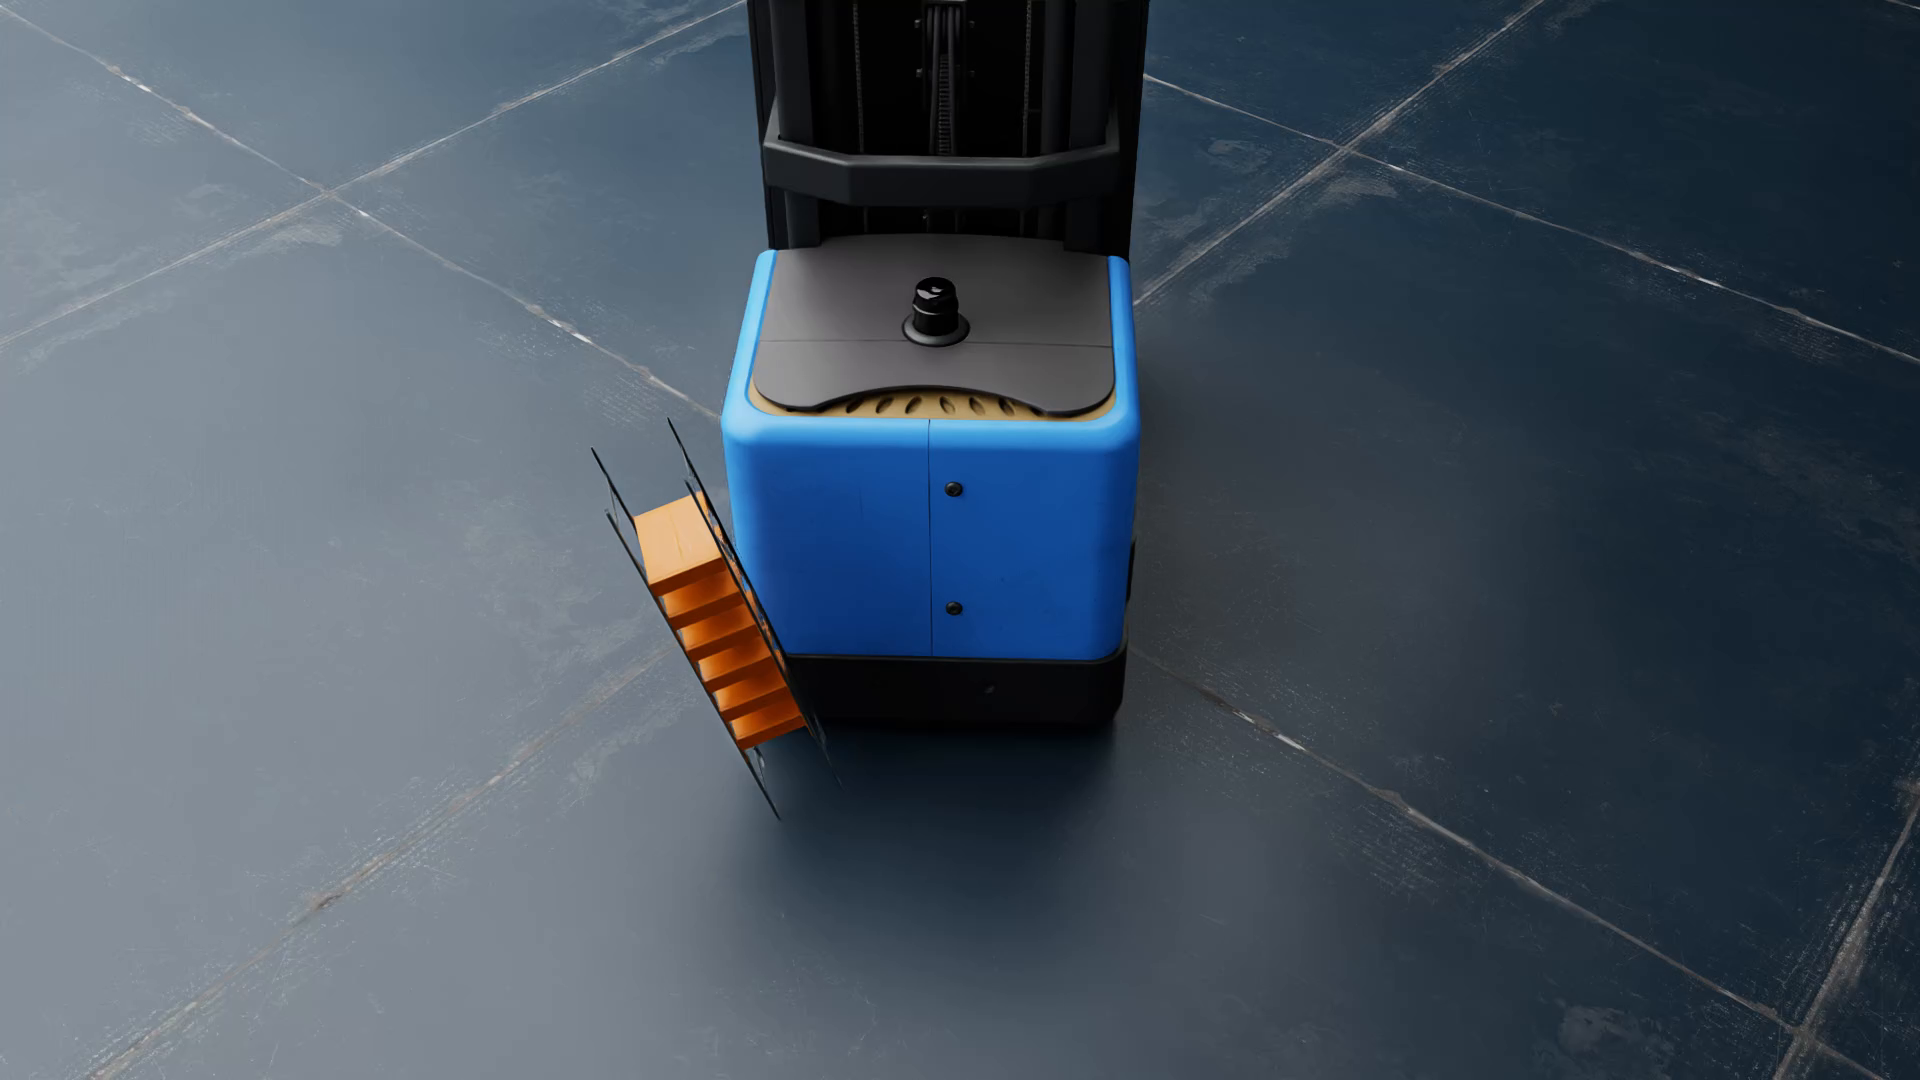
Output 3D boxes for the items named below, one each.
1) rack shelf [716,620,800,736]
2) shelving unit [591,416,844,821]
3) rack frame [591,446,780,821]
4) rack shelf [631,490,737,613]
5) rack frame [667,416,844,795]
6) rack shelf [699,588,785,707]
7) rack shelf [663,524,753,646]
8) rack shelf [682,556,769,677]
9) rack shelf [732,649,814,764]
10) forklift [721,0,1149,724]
[{"bbox_3d":[-0.532,0.344,4.208,0.180,0.103,0.258,-22,45,-3],"label":"rack shelf"},{"bbox_3d":[-0.571,0.234,4.092,0.189,1.200,0.258,-22,45,-3],"label":"shelving unit"},{"bbox_3d":[-0.656,0.267,4.088,0.006,1.200,0.240,-22,45,-3],"label":"rack frame"},{"bbox_3d":[-0.644,0.022,3.870,0.180,0.103,0.258,-22,45,-3],"label":"rack shelf"},{"bbox_3d":[-0.486,0.200,4.096,0.006,1.200,0.240,-22,45,-3],"label":"rack frame"},{"bbox_3d":[-0.560,0.263,4.124,0.180,0.103,0.258,-22,45,-3],"label":"rack shelf"},{"bbox_3d":[-0.616,0.103,3.954,0.180,0.103,0.258,-22,45,-3],"label":"rack shelf"},{"bbox_3d":[-0.588,0.183,4.039,0.180,0.103,0.258,-22,45,-3],"label":"rack shelf"},{"bbox_3d":[-0.504,0.424,4.293,0.180,0.103,0.258,-22,45,-3],"label":"rack shelf"},{"bbox_3d":[-0.025,-1.551,4.778,1.130,2.935,3.031,1,42,1],"label":"forklift"}]
